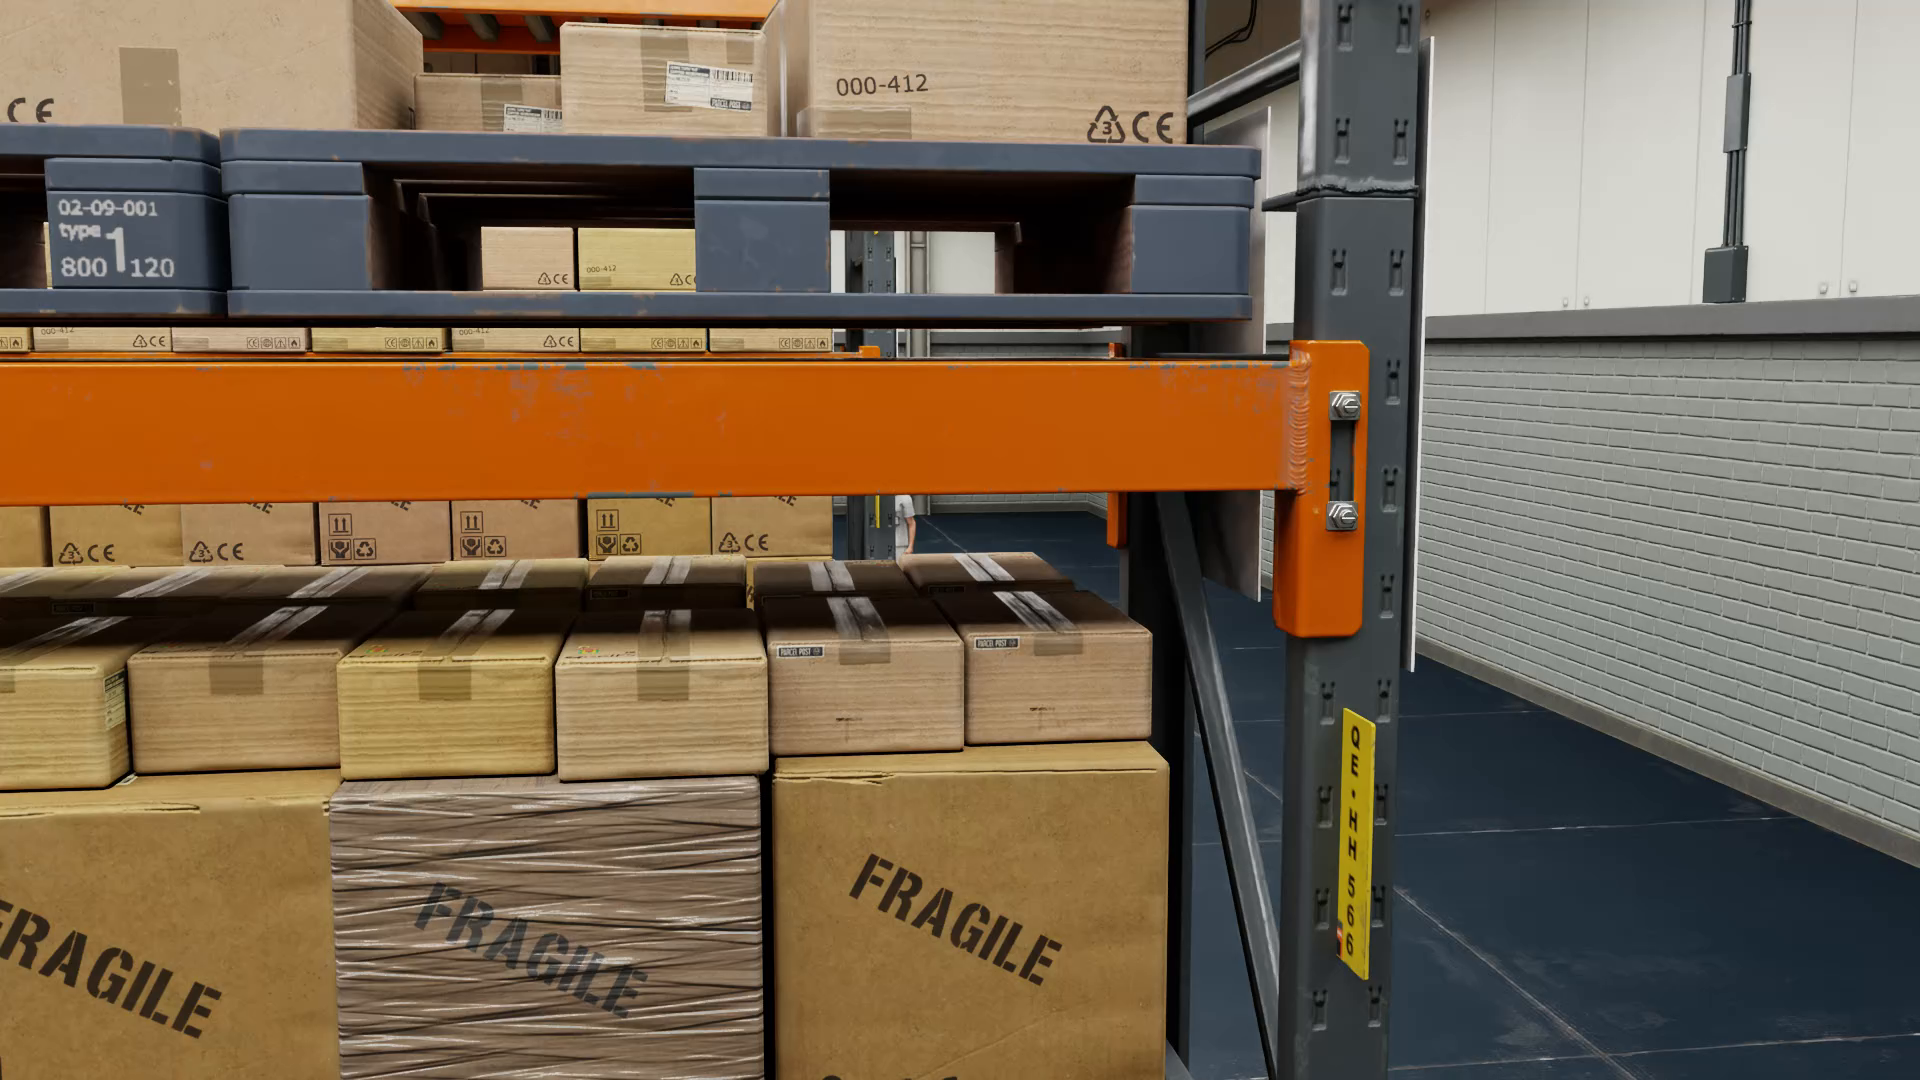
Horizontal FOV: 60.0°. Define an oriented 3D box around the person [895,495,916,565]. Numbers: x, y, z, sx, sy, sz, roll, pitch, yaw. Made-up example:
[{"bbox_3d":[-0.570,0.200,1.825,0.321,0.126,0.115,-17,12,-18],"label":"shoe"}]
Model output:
[{"bbox_3d":[-0.690,0.081,16.608,0.514,1.672,0.363,3,7,25],"label":"person"}]
